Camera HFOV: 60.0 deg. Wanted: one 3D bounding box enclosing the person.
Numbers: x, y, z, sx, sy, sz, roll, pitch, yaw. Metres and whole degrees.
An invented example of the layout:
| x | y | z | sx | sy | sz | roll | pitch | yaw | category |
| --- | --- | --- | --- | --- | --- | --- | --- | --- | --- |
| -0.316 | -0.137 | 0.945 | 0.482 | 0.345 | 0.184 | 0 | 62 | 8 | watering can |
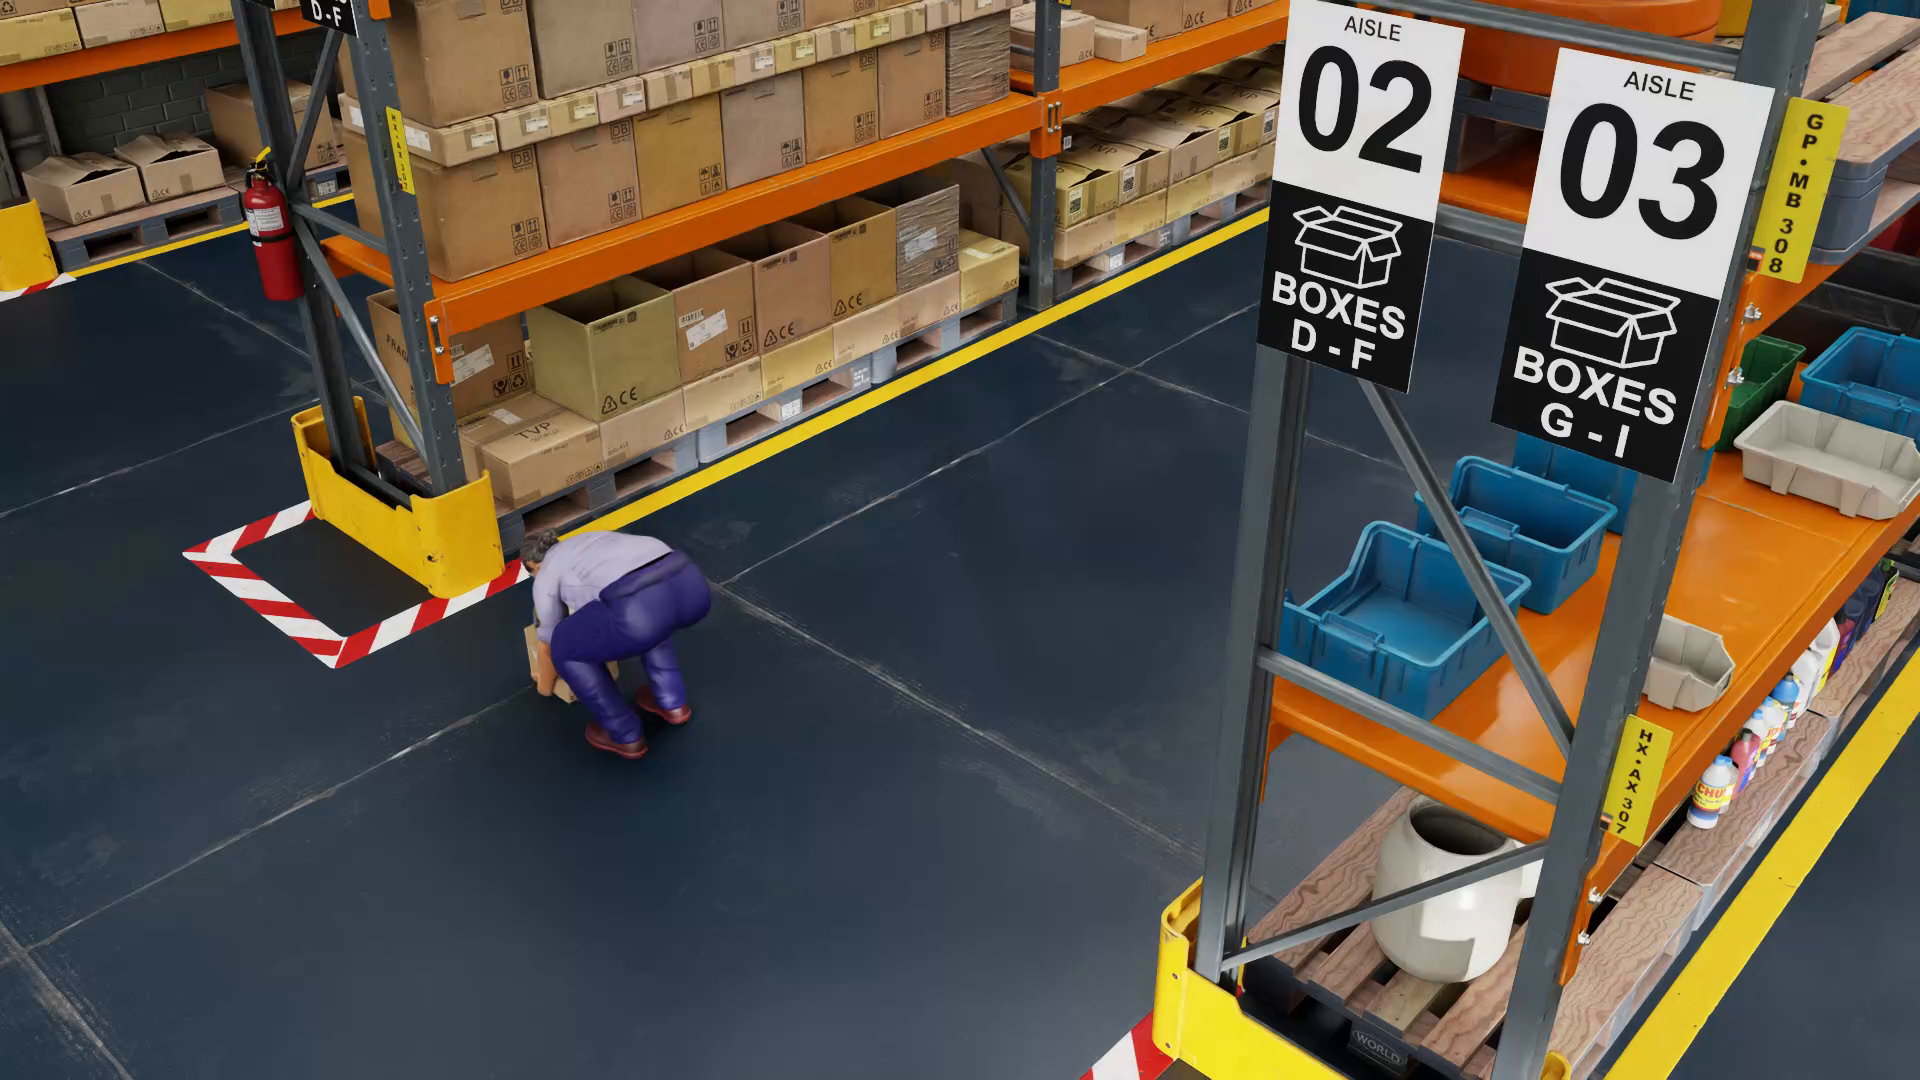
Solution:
| x | y | z | sx | sy | sz | roll | pitch | yaw | category |
| --- | --- | --- | --- | --- | --- | --- | --- | --- | --- |
| -1.348 | 0.335 | 6.376 | 0.899 | 0.841 | 0.513 | 23 | 38 | 33 | person |
